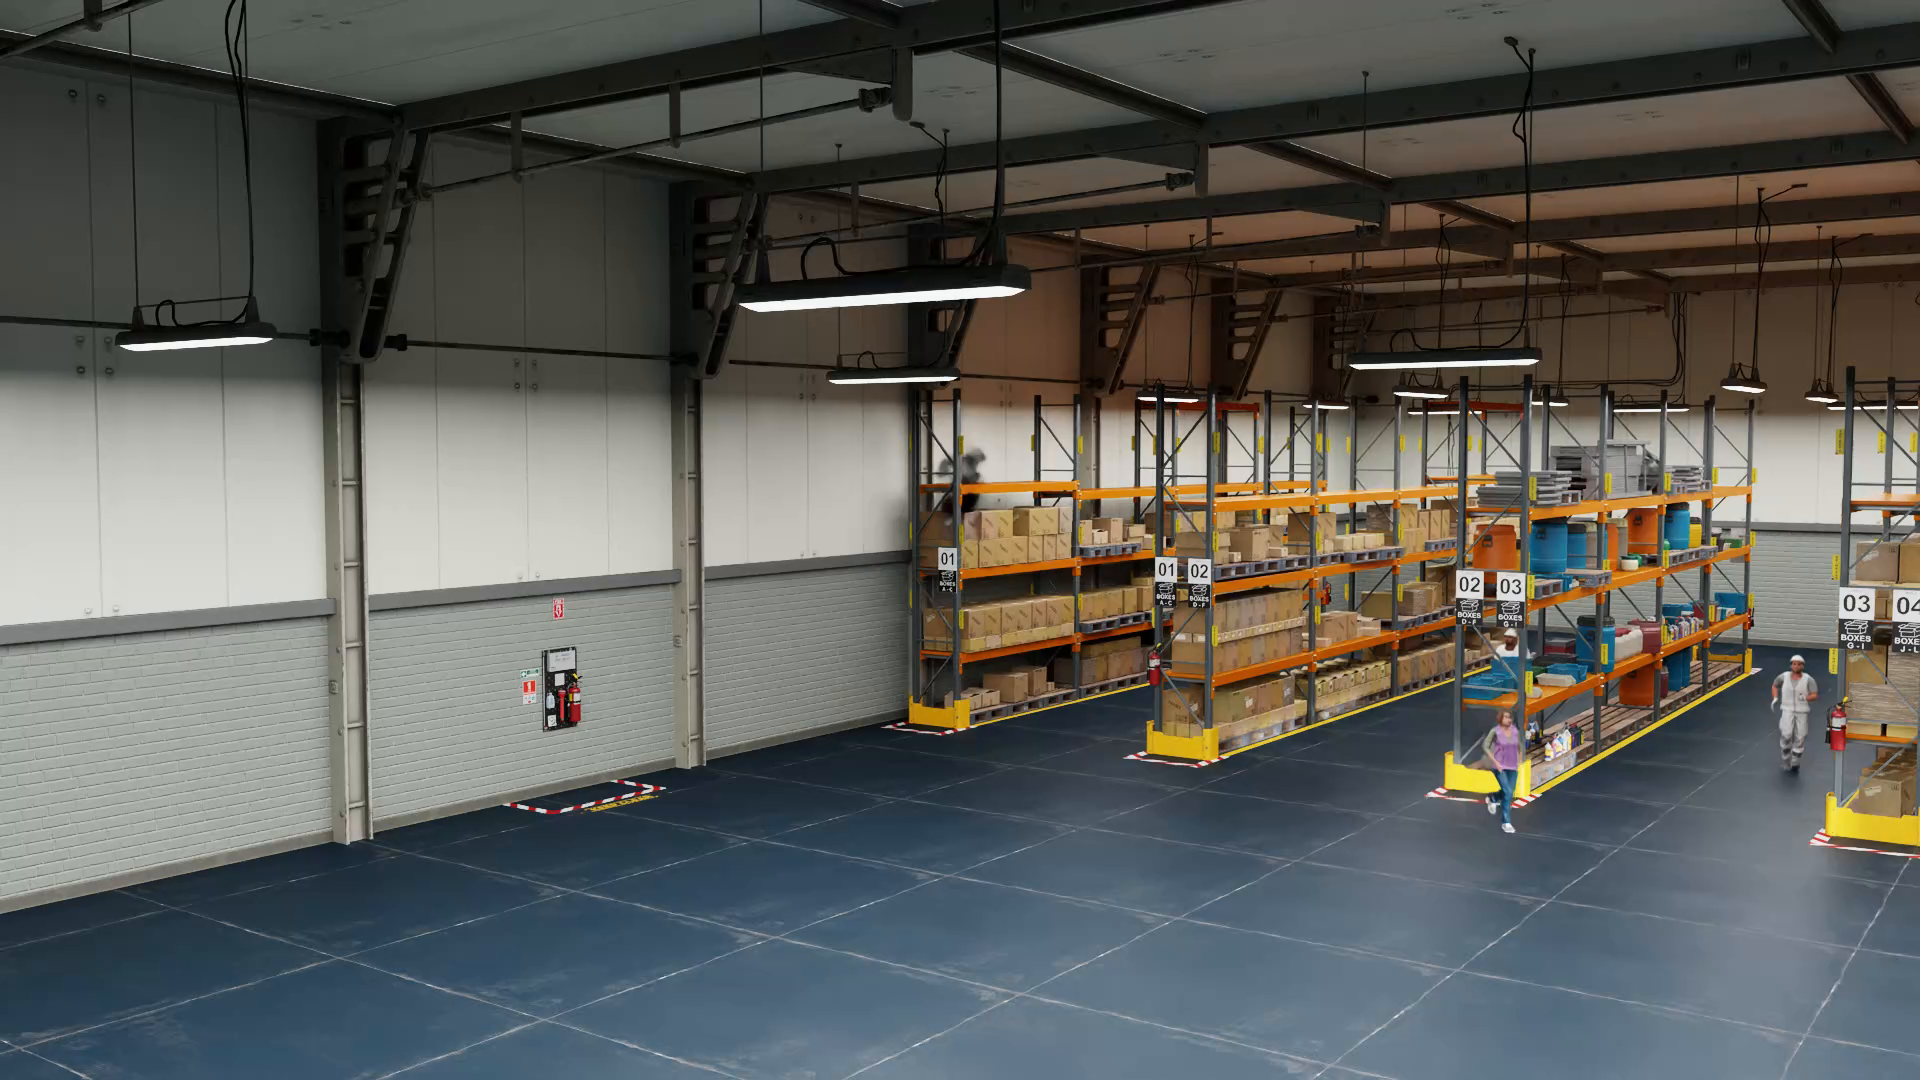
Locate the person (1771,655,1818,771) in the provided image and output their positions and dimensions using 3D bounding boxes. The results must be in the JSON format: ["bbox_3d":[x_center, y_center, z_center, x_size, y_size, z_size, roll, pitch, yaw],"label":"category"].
[{"bbox_3d":[12.776,2.655,25.469,0.640,1.785,0.700,2,4,25],"label":"person"}]

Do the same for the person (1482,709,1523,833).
[{"bbox_3d":[7.072,2.980,21.736,0.536,1.591,0.684,-1,3,-12],"label":"person"}]

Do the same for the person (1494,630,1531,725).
[{"bbox_3d":[9.815,2.460,29.572,0.691,1.734,0.632,2,4,34],"label":"person"}]
